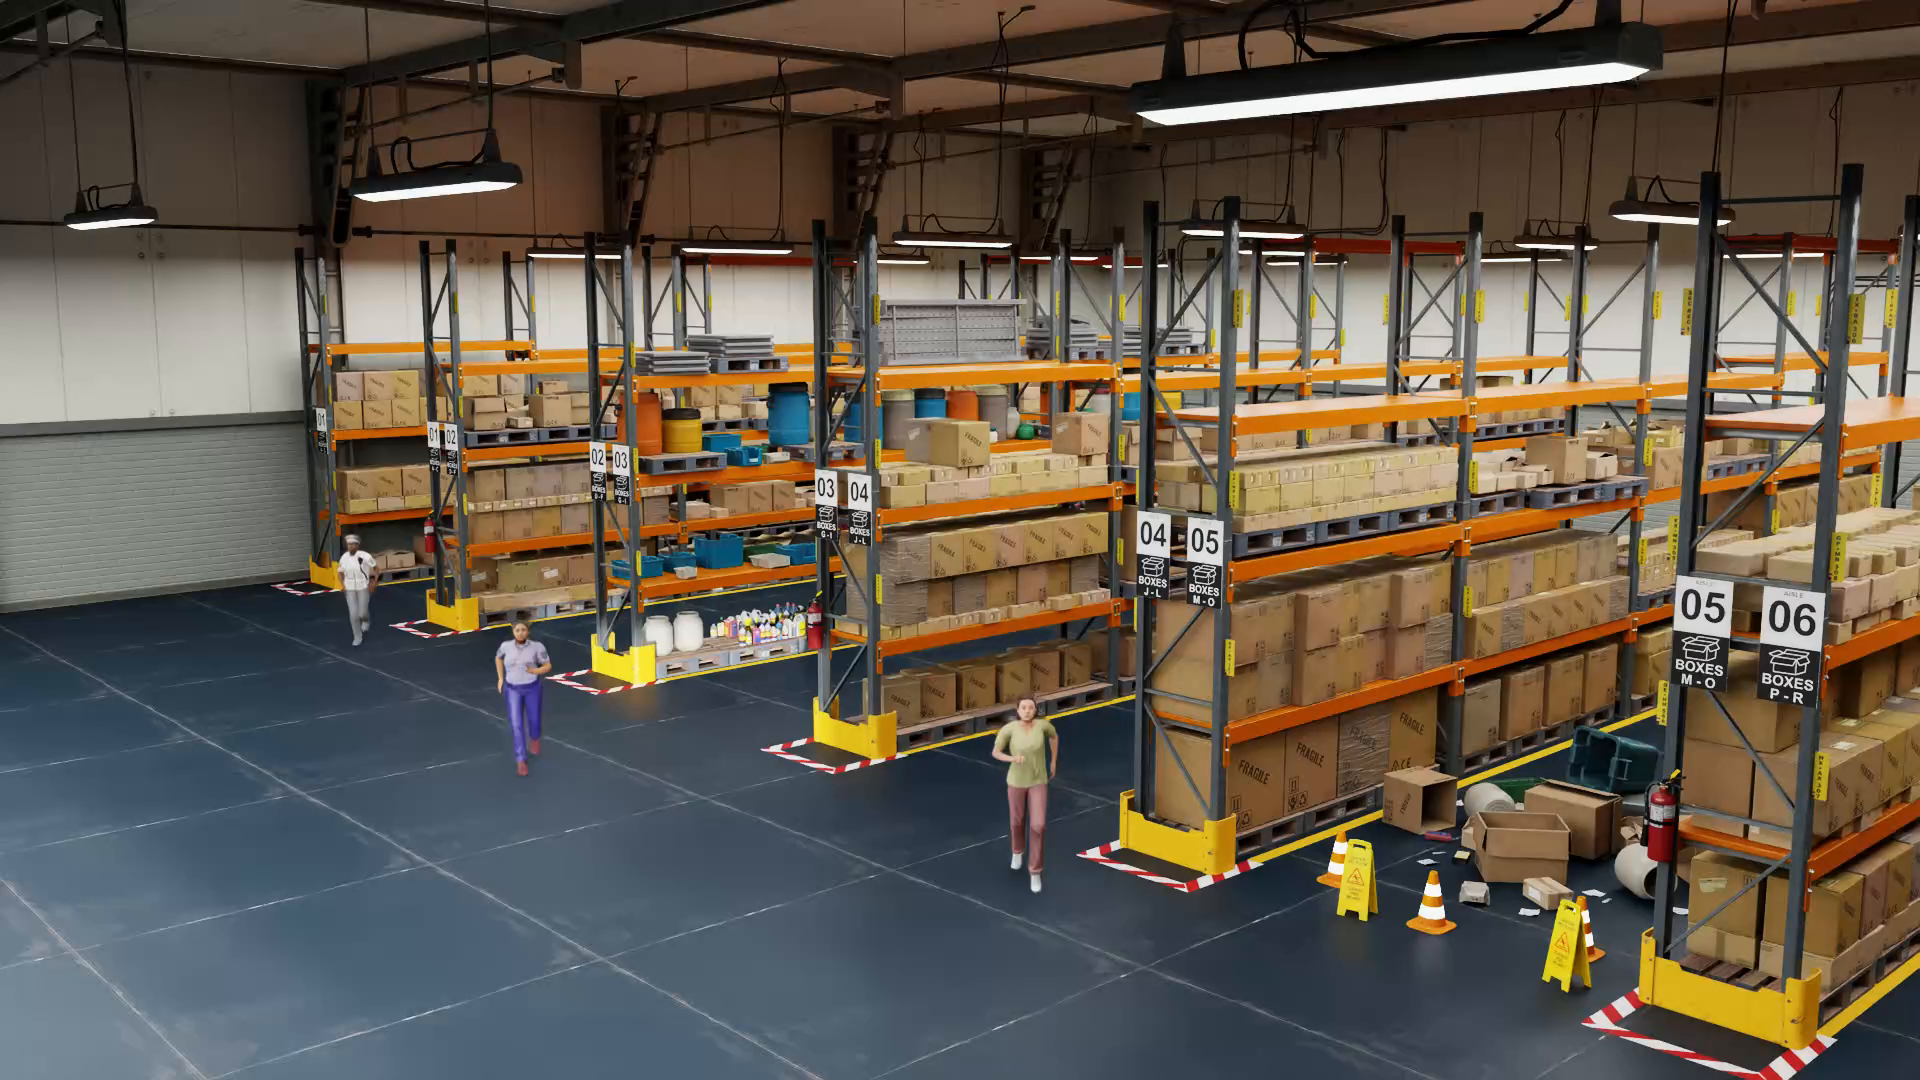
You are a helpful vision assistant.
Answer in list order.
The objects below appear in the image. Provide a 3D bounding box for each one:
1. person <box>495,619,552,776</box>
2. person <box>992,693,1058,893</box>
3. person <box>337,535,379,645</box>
[{"bbox_3d":[-4.782,1.674,18.254,0.605,1.625,0.936,-2,9,-12],"label":"person"},{"bbox_3d":[0.578,2.194,14.753,0.601,1.730,0.757,0,8,-1],"label":"person"},{"bbox_3d":[-8.974,0.724,24.816,0.591,1.661,0.623,-1,8,-7],"label":"person"}]
